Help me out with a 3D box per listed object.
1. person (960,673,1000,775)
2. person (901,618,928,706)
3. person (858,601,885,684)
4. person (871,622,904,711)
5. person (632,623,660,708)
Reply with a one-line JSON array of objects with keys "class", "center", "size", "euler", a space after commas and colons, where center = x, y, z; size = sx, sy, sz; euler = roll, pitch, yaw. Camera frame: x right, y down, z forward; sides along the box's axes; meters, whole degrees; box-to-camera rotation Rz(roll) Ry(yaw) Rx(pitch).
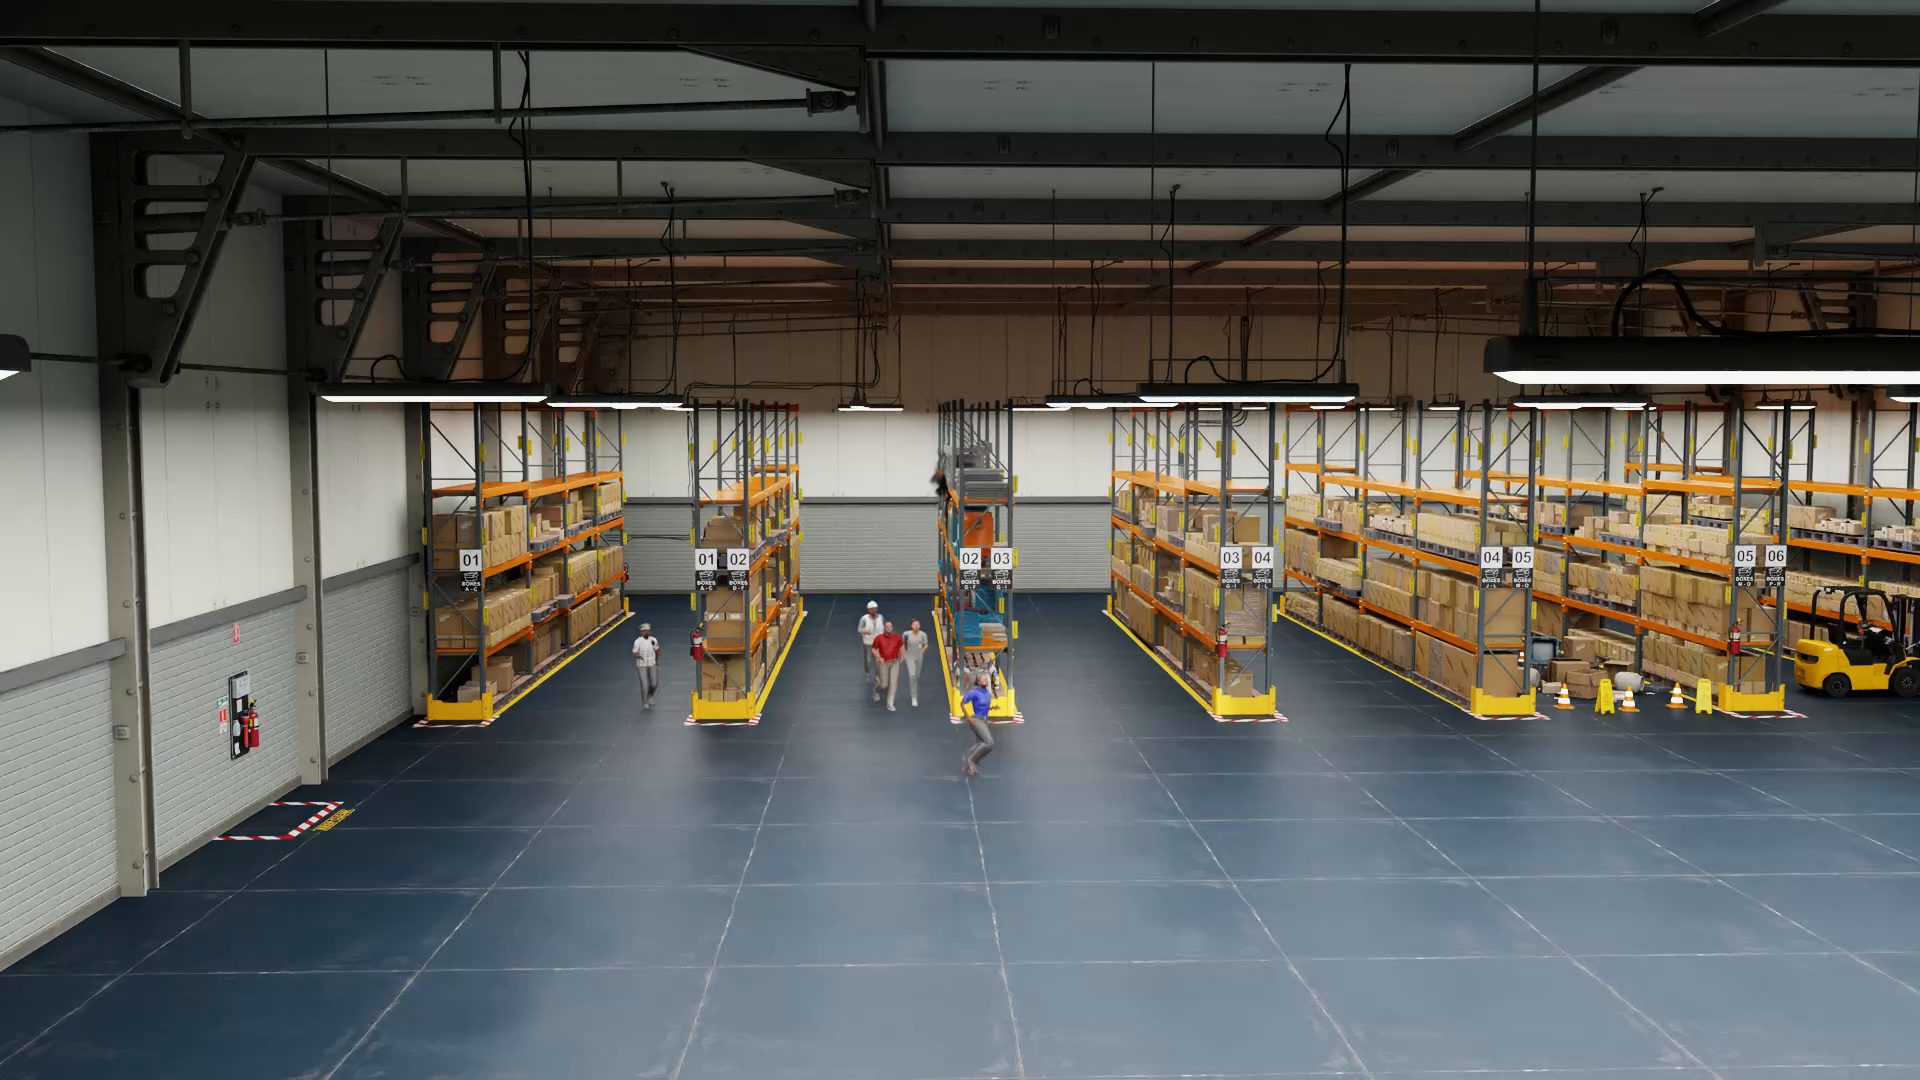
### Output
[{"class": "person", "center": [0.331, 2.913, 26.302], "size": [0.638, 1.614, 0.574], "euler": [2, 5, 29]}, {"class": "person", "center": [-0.907, 2.389, 33.024], "size": [0.509, 1.699, 0.882], "euler": [-1, 5, -17]}, {"class": "person", "center": [-1.850, 2.175, 34.959], "size": [0.610, 1.805, 0.889], "euler": [-1, 4, -9]}, {"class": "person", "center": [-1.396, 2.433, 32.368], "size": [0.667, 1.717, 0.743], "euler": [-1, 5, -18]}, {"class": "person", "center": [-6.041, 2.441, 32.195], "size": [0.565, 1.657, 0.548], "euler": [-2, 5, -21]}]
